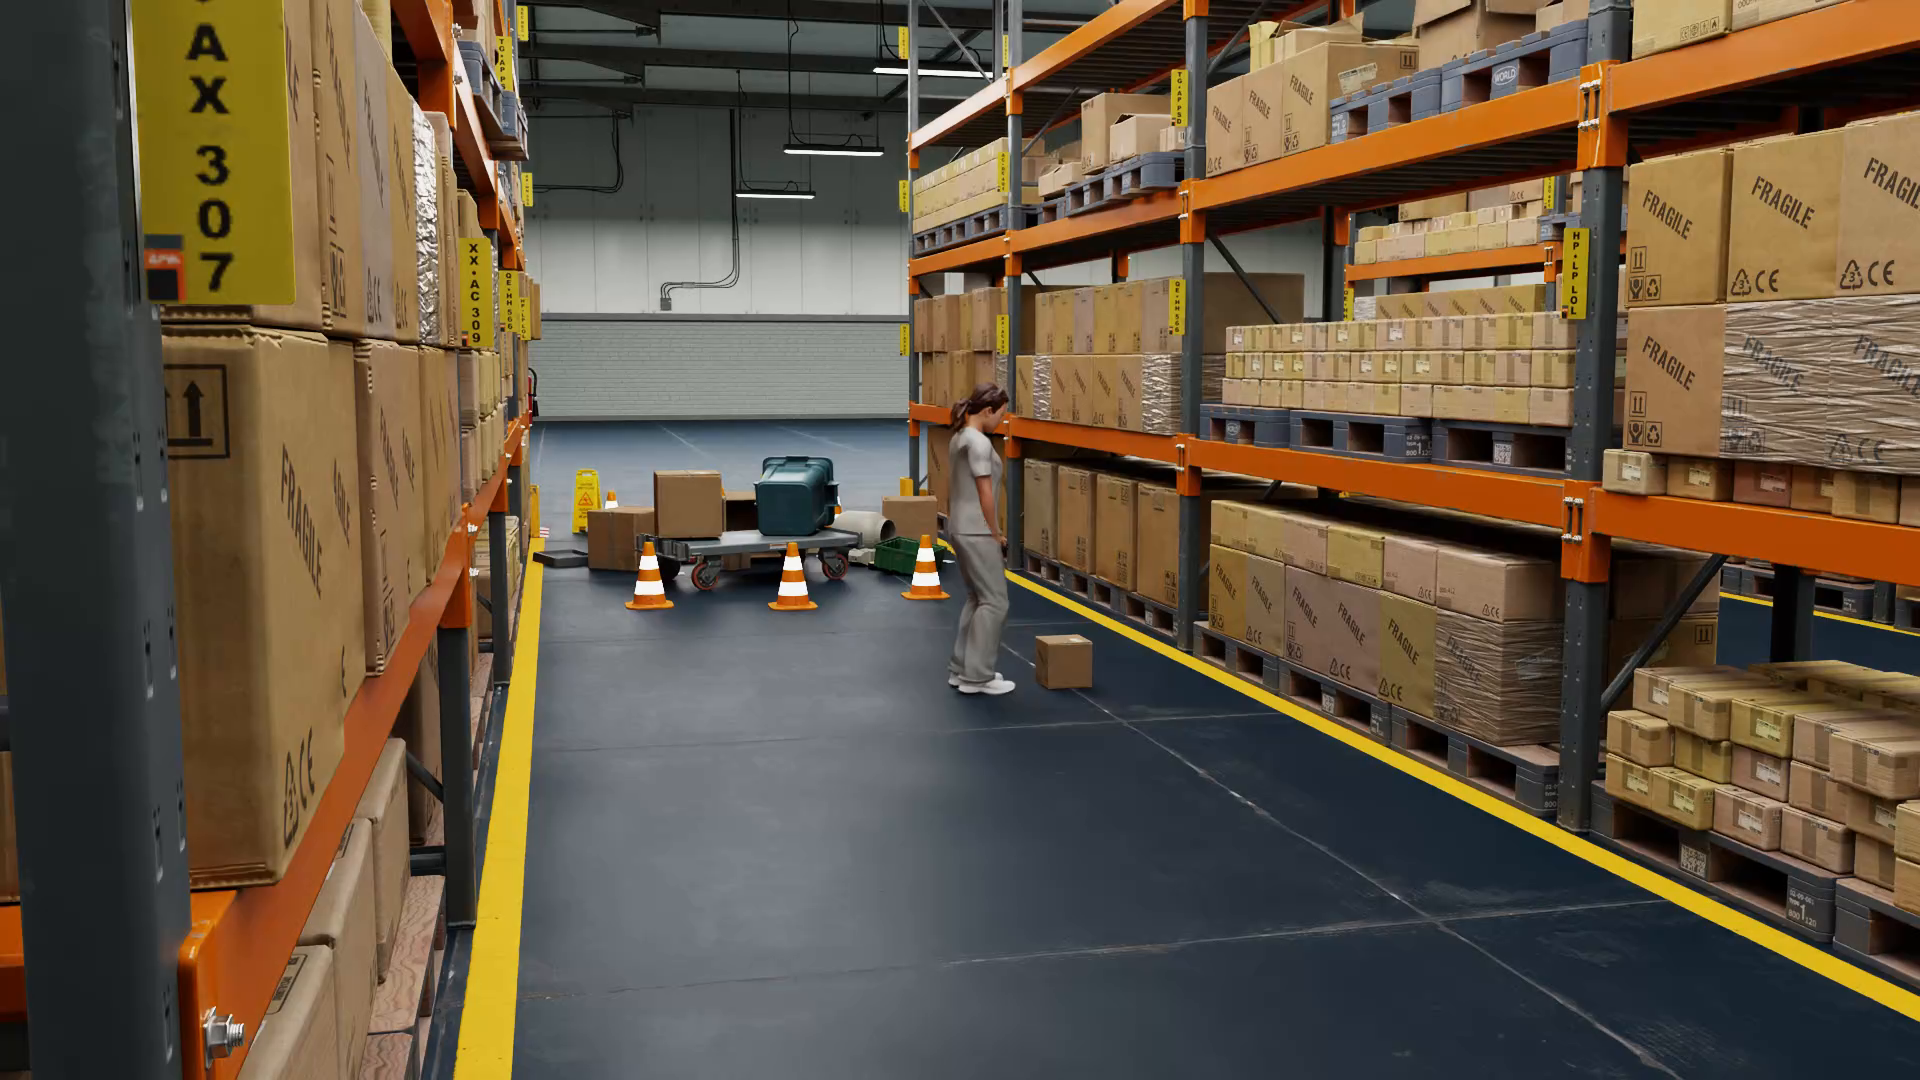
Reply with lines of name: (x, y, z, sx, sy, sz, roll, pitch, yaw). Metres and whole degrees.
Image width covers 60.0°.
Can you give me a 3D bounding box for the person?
person: (0.101, -0.018, 8.937, 0.336, 1.658, 0.450, -1, 6, -12)
